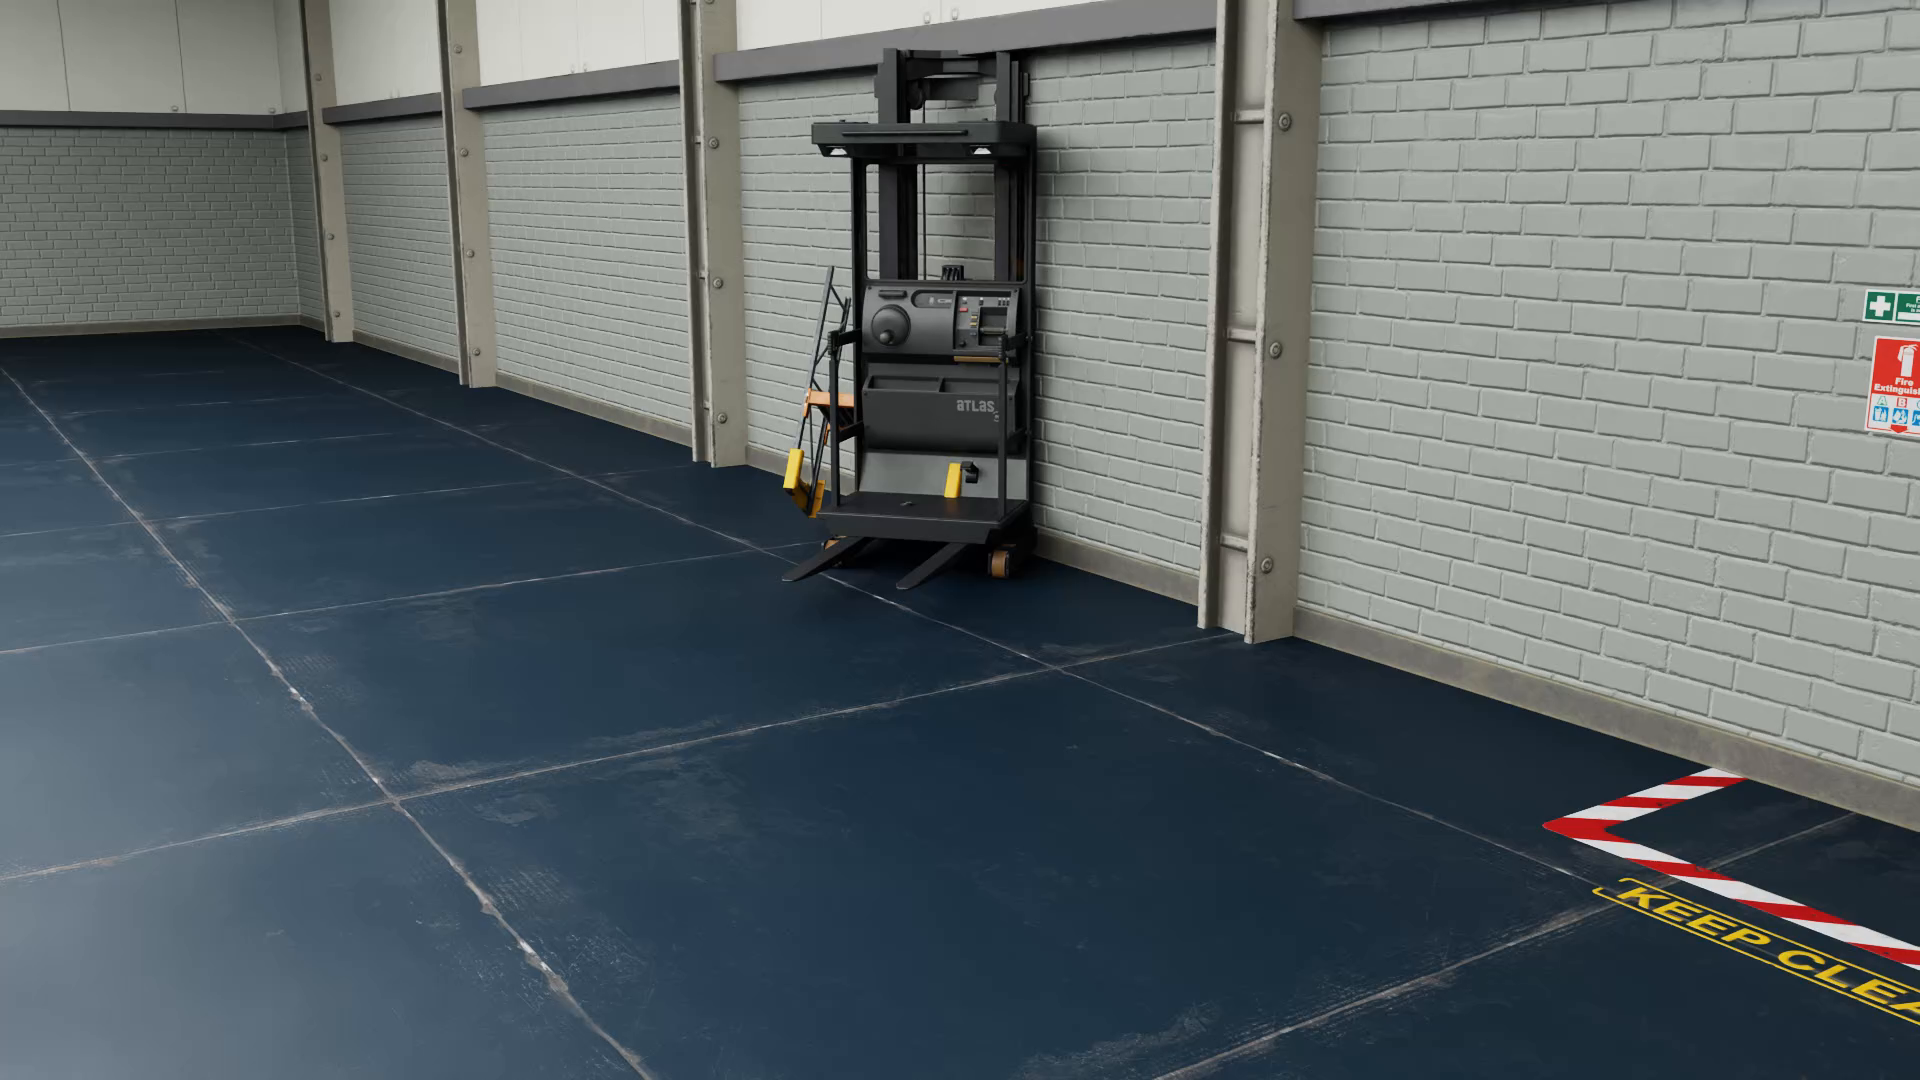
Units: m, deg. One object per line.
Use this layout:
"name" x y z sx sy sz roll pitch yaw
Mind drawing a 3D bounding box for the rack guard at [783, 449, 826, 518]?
"rack guard" -0.963 -0.347 10.334 0.087 0.250 0.587 6 -16 12

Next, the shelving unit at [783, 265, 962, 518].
"shelving unit" -0.383 -0.894 10.395 1.083 1.500 0.587 6 -16 12

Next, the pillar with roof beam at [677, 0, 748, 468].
"pillar with roof beam" -5.478 -4.503 9.888 9.100 9.000 0.400 -8 15 -33

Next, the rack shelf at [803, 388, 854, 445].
"rack shelf" -0.419 -0.723 10.349 1.000 0.185 0.538 6 -16 12

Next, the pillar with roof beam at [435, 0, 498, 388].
"pillar with roof beam" -8.802 -5.570 14.767 9.100 9.000 0.400 -8 15 -33

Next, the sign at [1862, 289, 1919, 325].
"sign" 3.192 -0.776 5.567 0.001 0.109 0.331 -8 15 -33

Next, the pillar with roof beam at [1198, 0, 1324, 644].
"pillar with roof beam" -2.154 -3.436 5.008 9.100 9.000 0.400 -8 15 -33

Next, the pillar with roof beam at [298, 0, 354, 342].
"pillar with roof beam" -12.127 -6.637 19.647 9.100 9.000 0.400 -8 15 -33

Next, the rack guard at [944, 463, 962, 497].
"rack guard" 0.006 -0.251 10.123 0.087 0.250 0.587 6 -16 12

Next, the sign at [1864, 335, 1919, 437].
"sign" 3.196 -0.519 5.632 0.001 0.329 0.234 -8 15 -33

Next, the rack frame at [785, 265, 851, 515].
"rack frame" -0.886 -0.944 10.505 0.032 1.500 0.500 6 -16 12

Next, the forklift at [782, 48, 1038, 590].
"forklift" -0.169 -1.304 9.462 1.130 2.935 3.031 3 13 15
